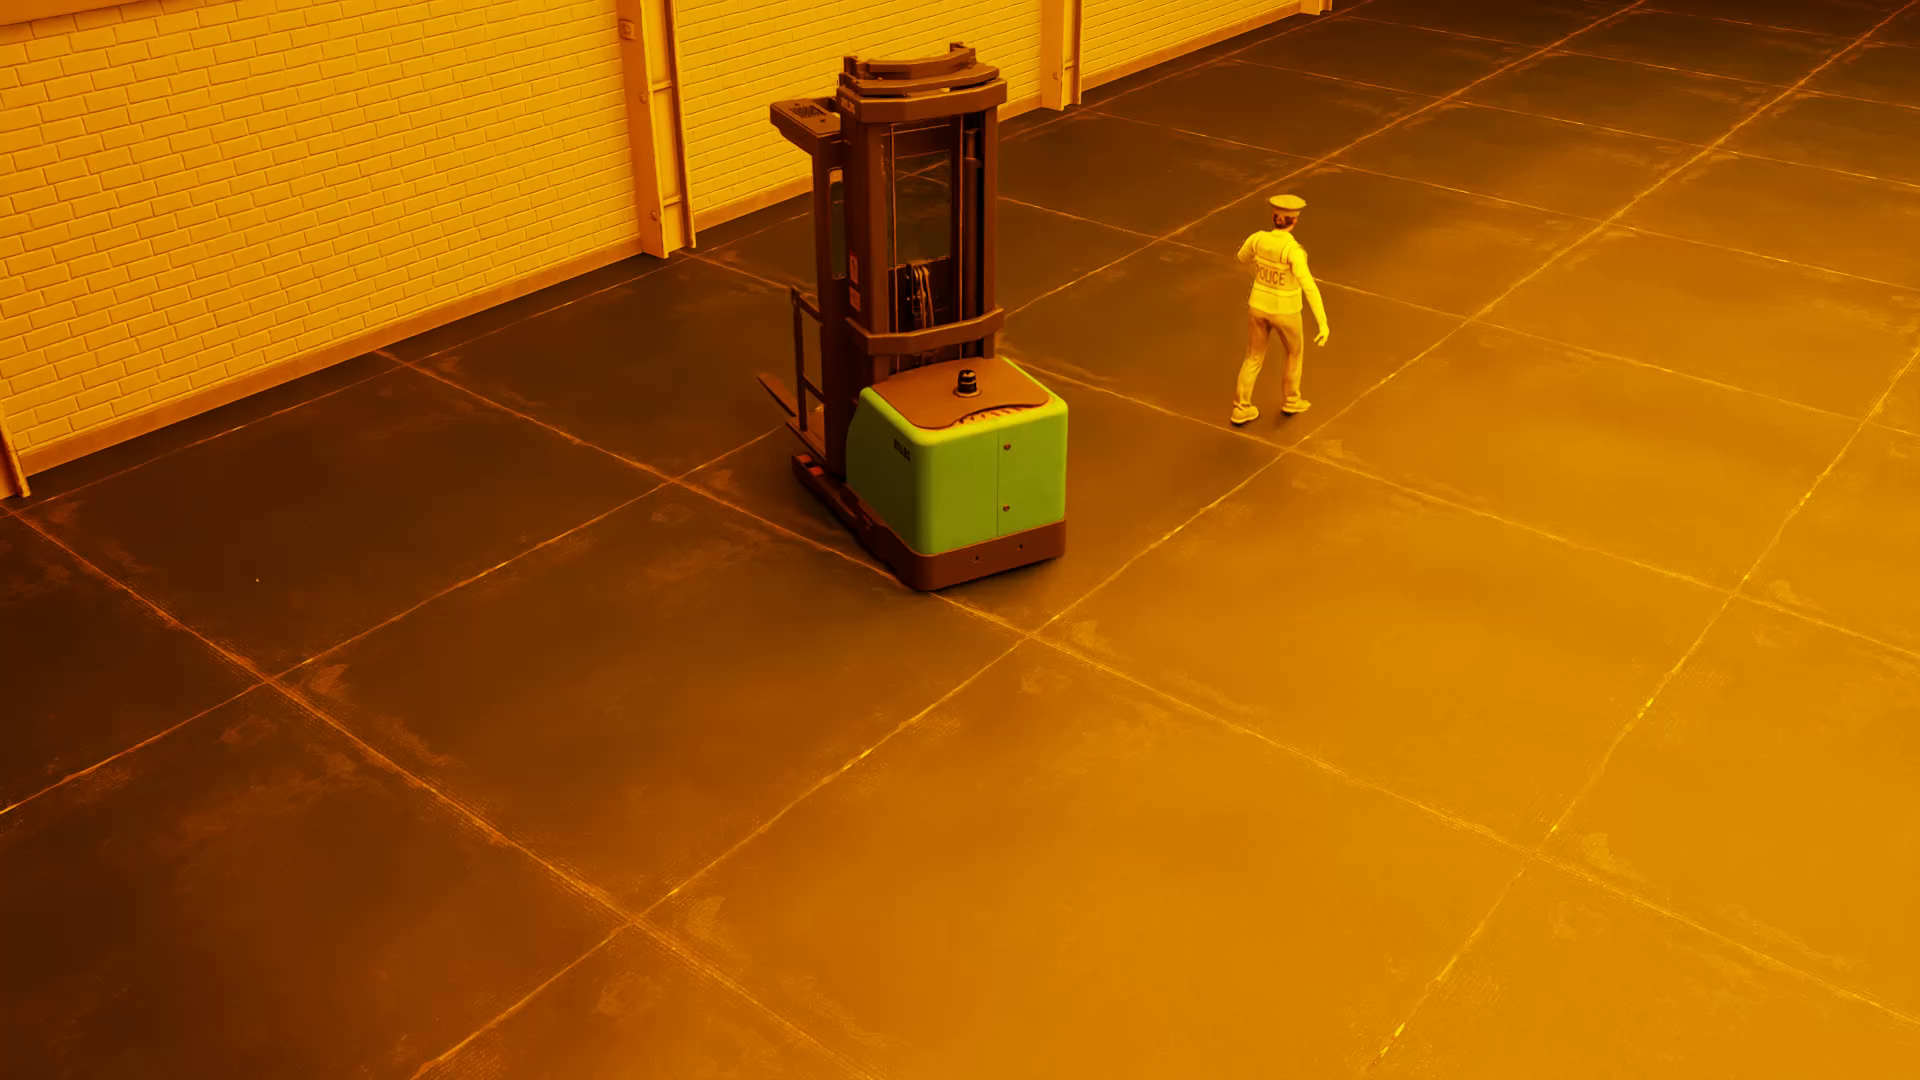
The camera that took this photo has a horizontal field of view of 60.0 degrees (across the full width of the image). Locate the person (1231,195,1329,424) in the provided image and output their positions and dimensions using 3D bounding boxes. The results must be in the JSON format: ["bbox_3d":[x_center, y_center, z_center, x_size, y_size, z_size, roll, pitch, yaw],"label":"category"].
[{"bbox_3d":[2.274,-1.603,11.647,0.901,1.655,0.687,24,38,35],"label":"person"}]

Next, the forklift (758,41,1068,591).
[{"bbox_3d":[-0.477,-1.683,10.476,1.130,2.935,3.031,-15,33,-24],"label":"forklift"}]
